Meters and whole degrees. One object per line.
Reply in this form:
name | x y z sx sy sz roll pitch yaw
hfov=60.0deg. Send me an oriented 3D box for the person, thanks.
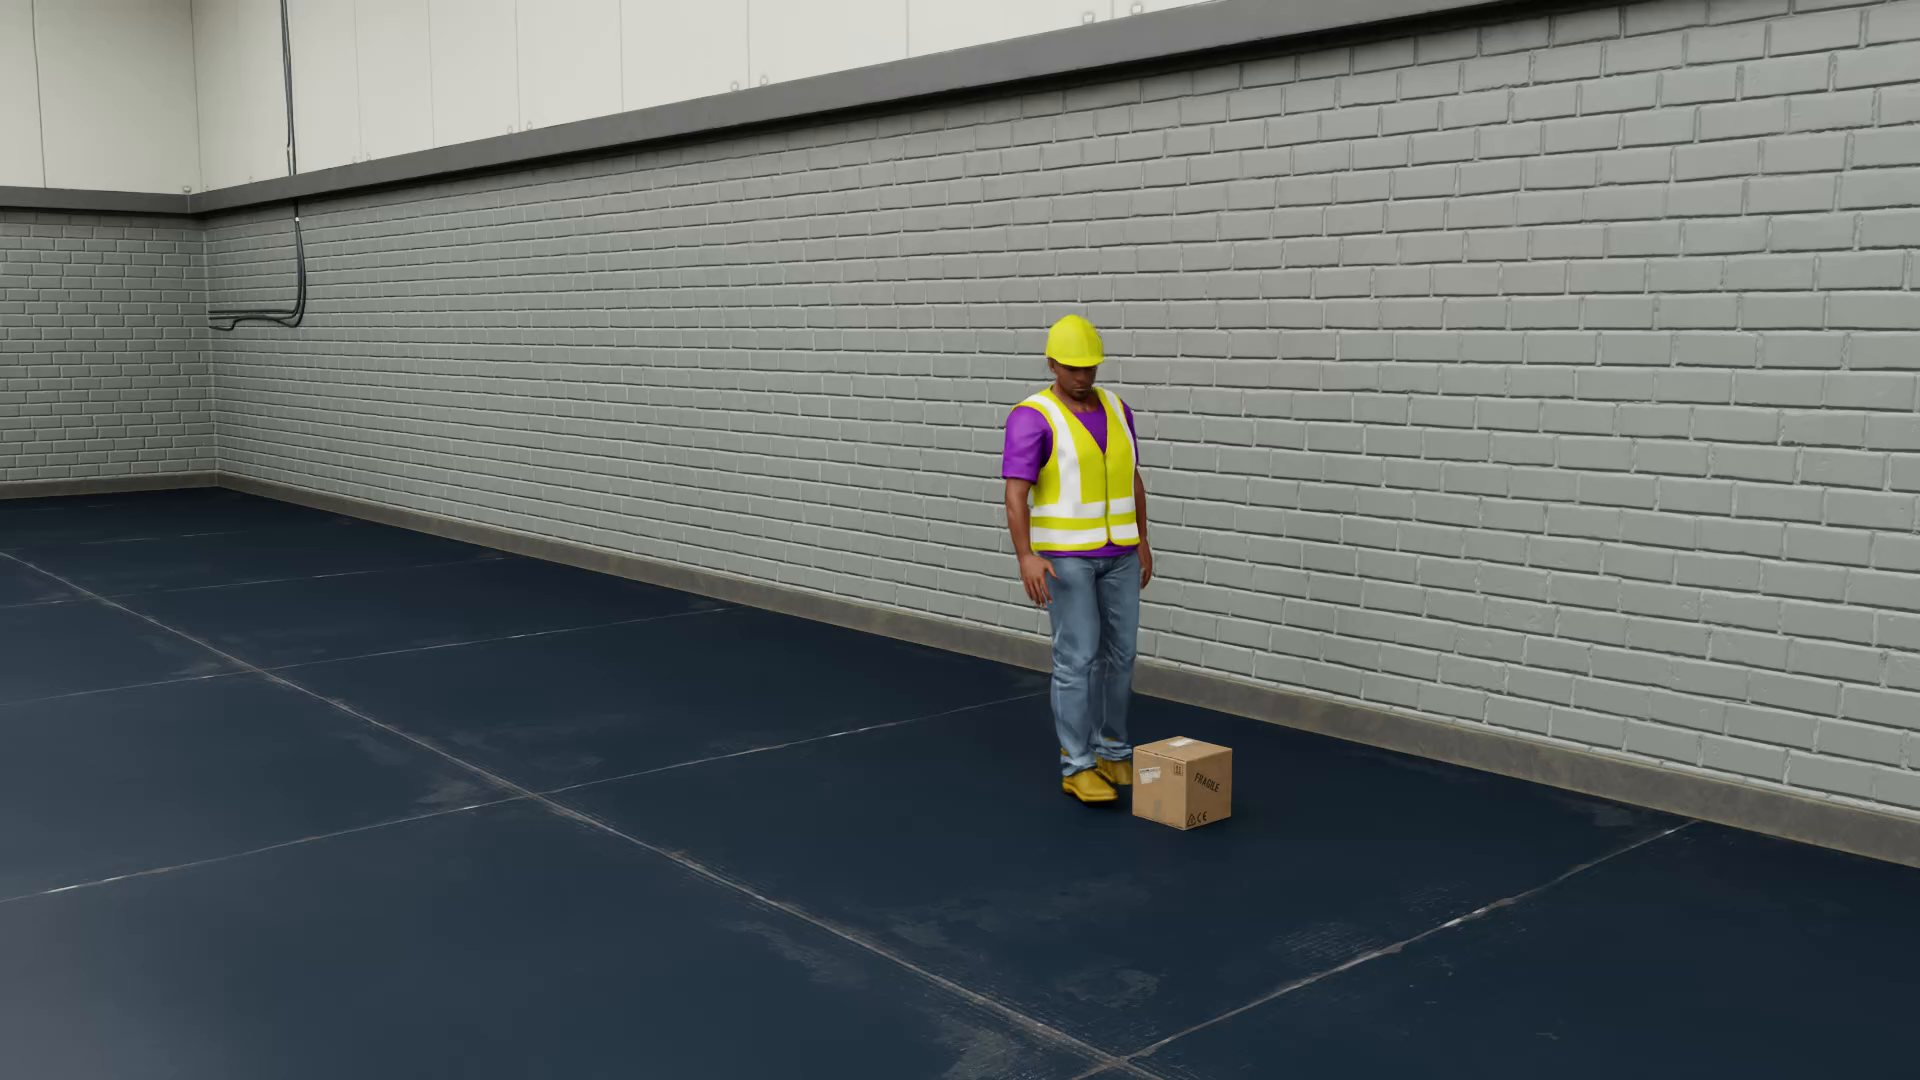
person | 0.482 0.097 6.137 0.658 1.841 0.482 -5 9 -32
